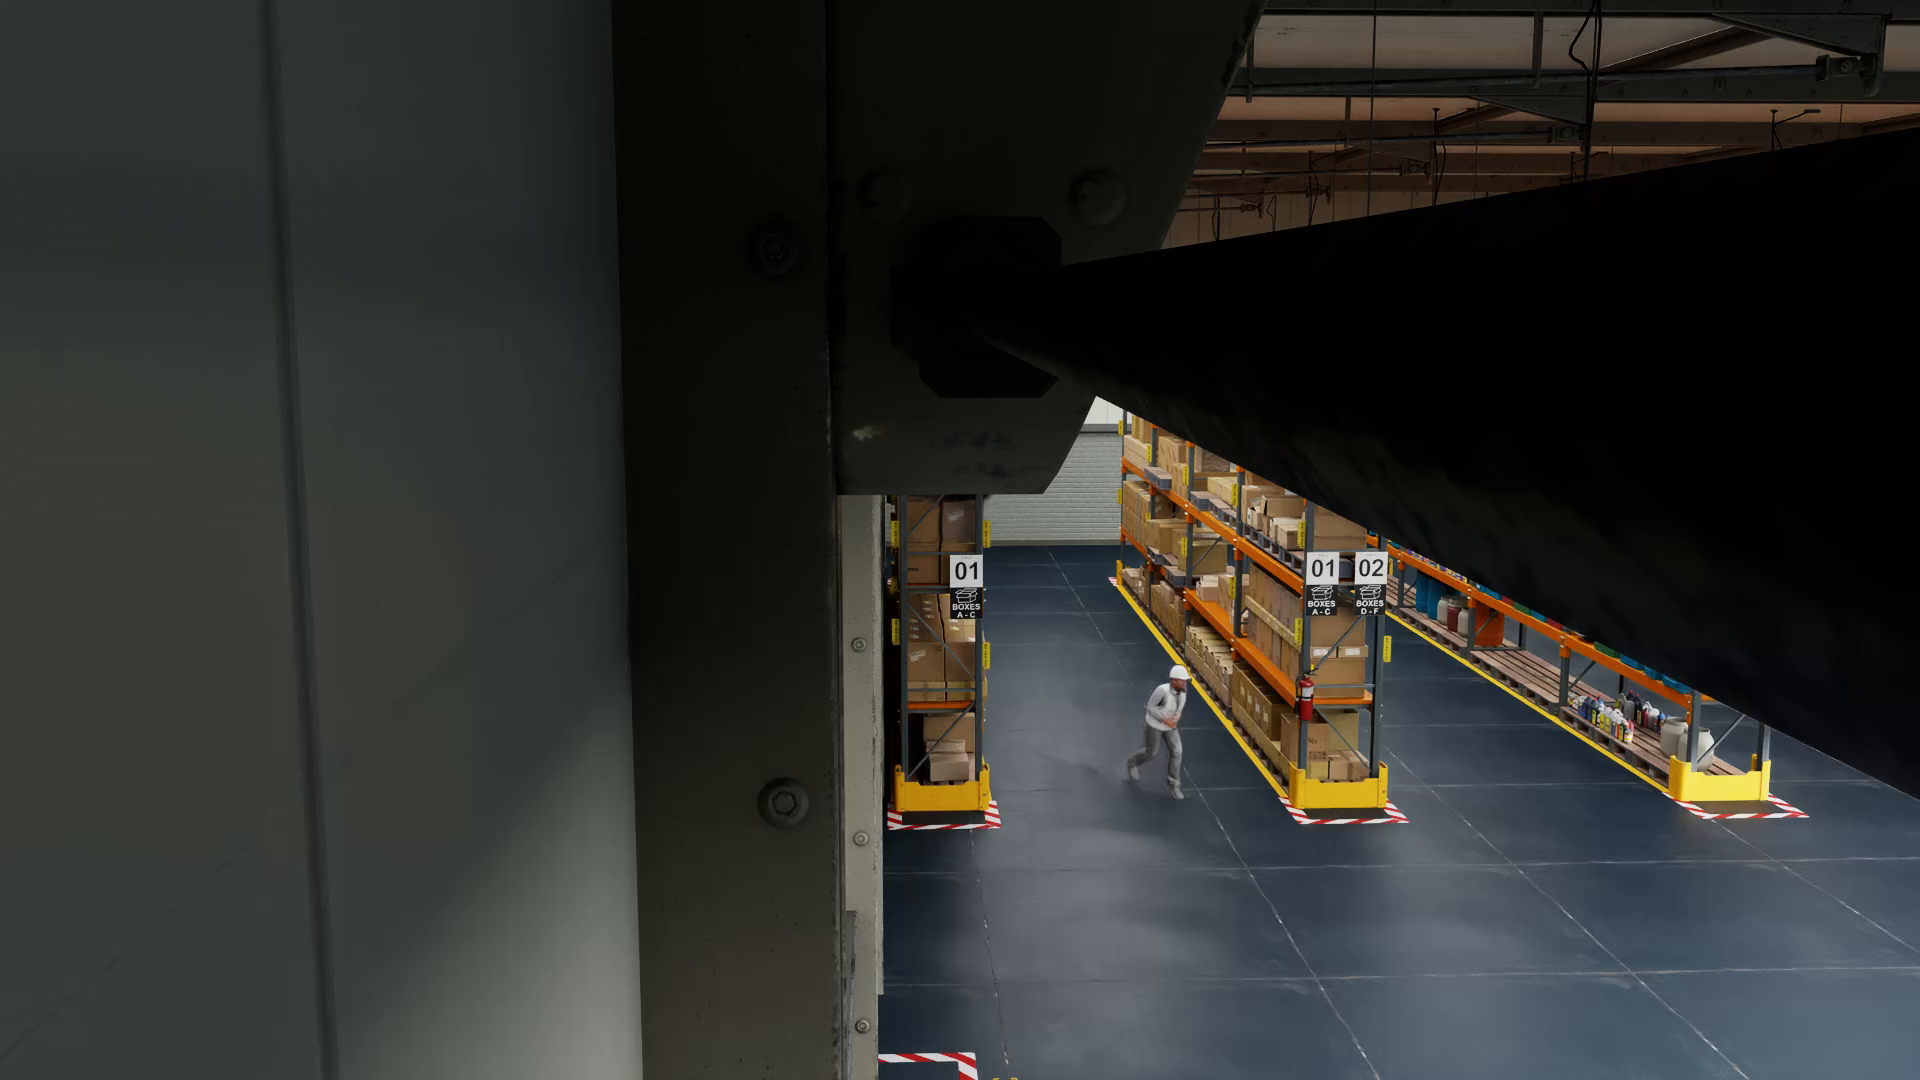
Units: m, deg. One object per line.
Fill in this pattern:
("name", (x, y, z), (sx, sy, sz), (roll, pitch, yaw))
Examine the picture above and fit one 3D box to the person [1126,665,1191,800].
("person", (2.540, 2.391, 21.268), (0.697, 1.731, 1.046), (-7, 11, -41))
